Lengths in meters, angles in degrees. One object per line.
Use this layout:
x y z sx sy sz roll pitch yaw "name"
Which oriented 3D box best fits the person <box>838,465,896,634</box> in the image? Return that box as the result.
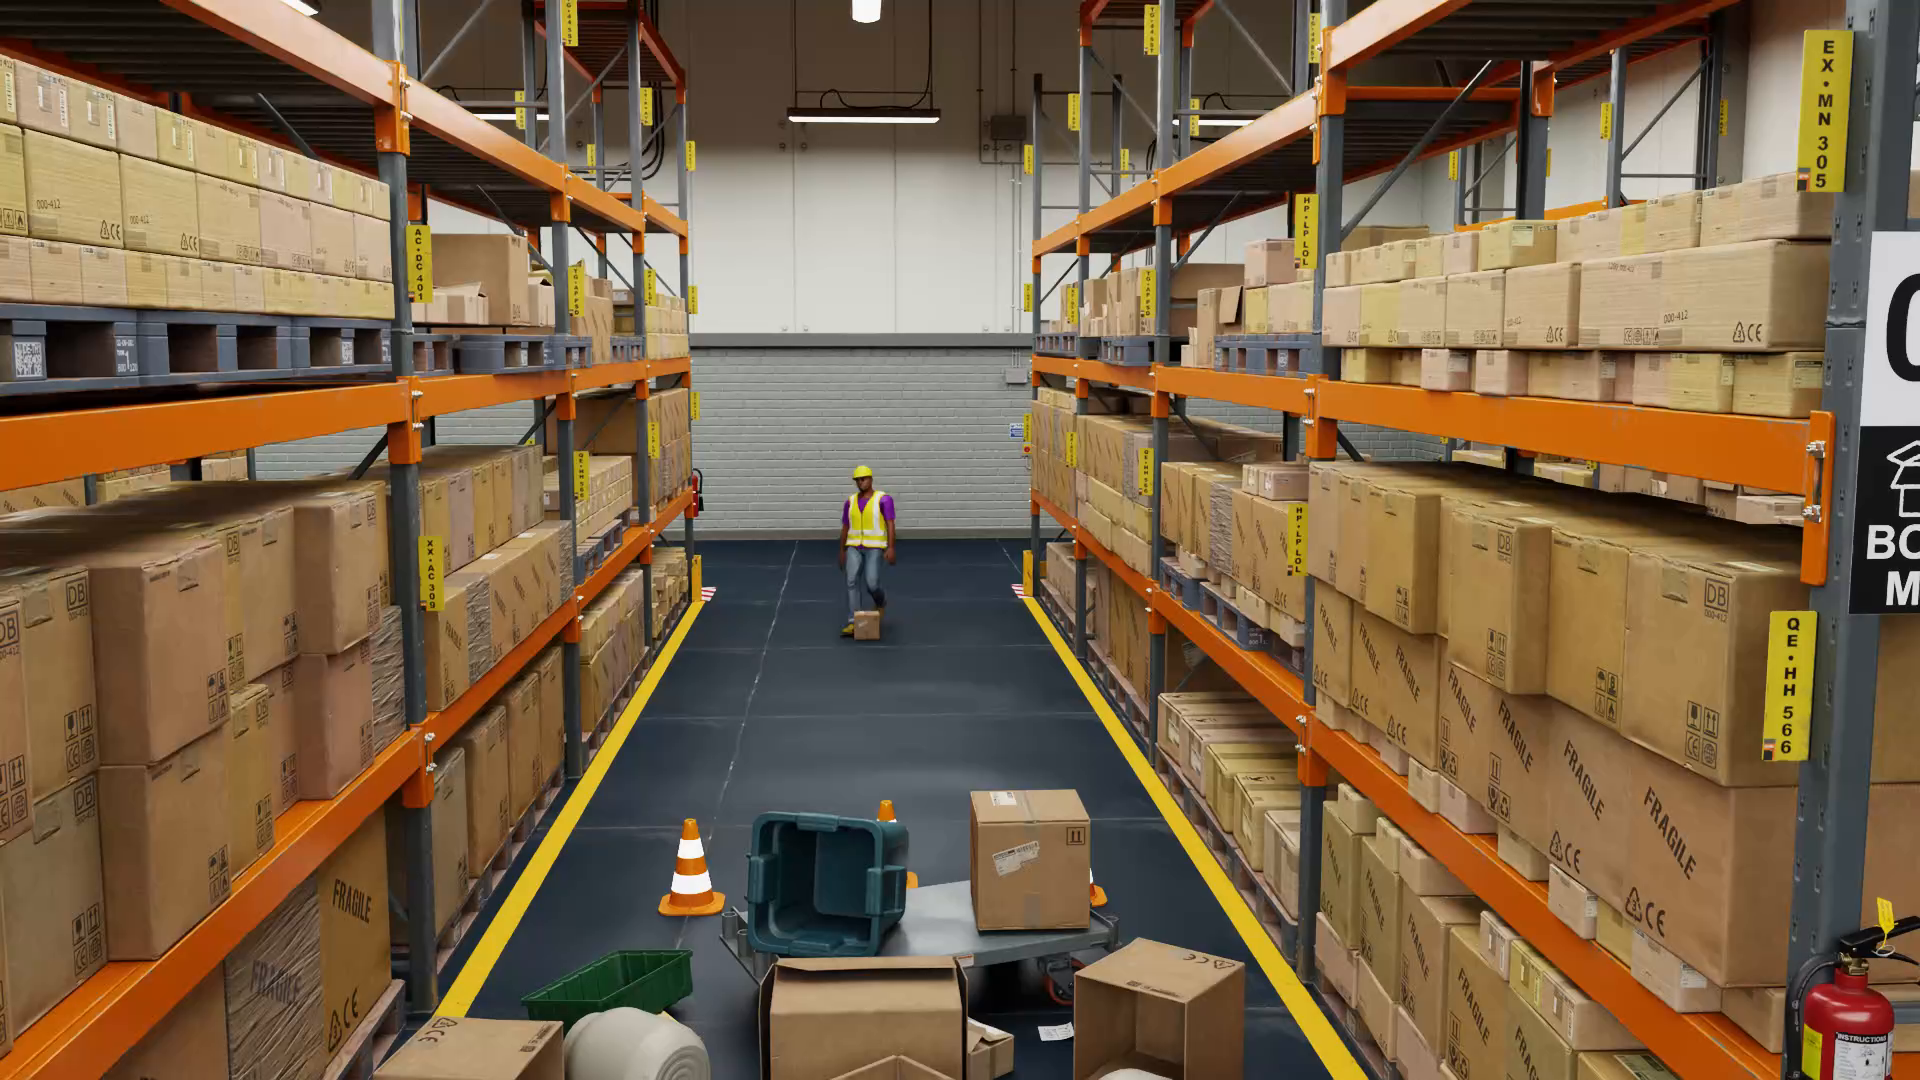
-0.999 0.097 17.108 0.641 1.701 0.837 2 7 16 "person"
